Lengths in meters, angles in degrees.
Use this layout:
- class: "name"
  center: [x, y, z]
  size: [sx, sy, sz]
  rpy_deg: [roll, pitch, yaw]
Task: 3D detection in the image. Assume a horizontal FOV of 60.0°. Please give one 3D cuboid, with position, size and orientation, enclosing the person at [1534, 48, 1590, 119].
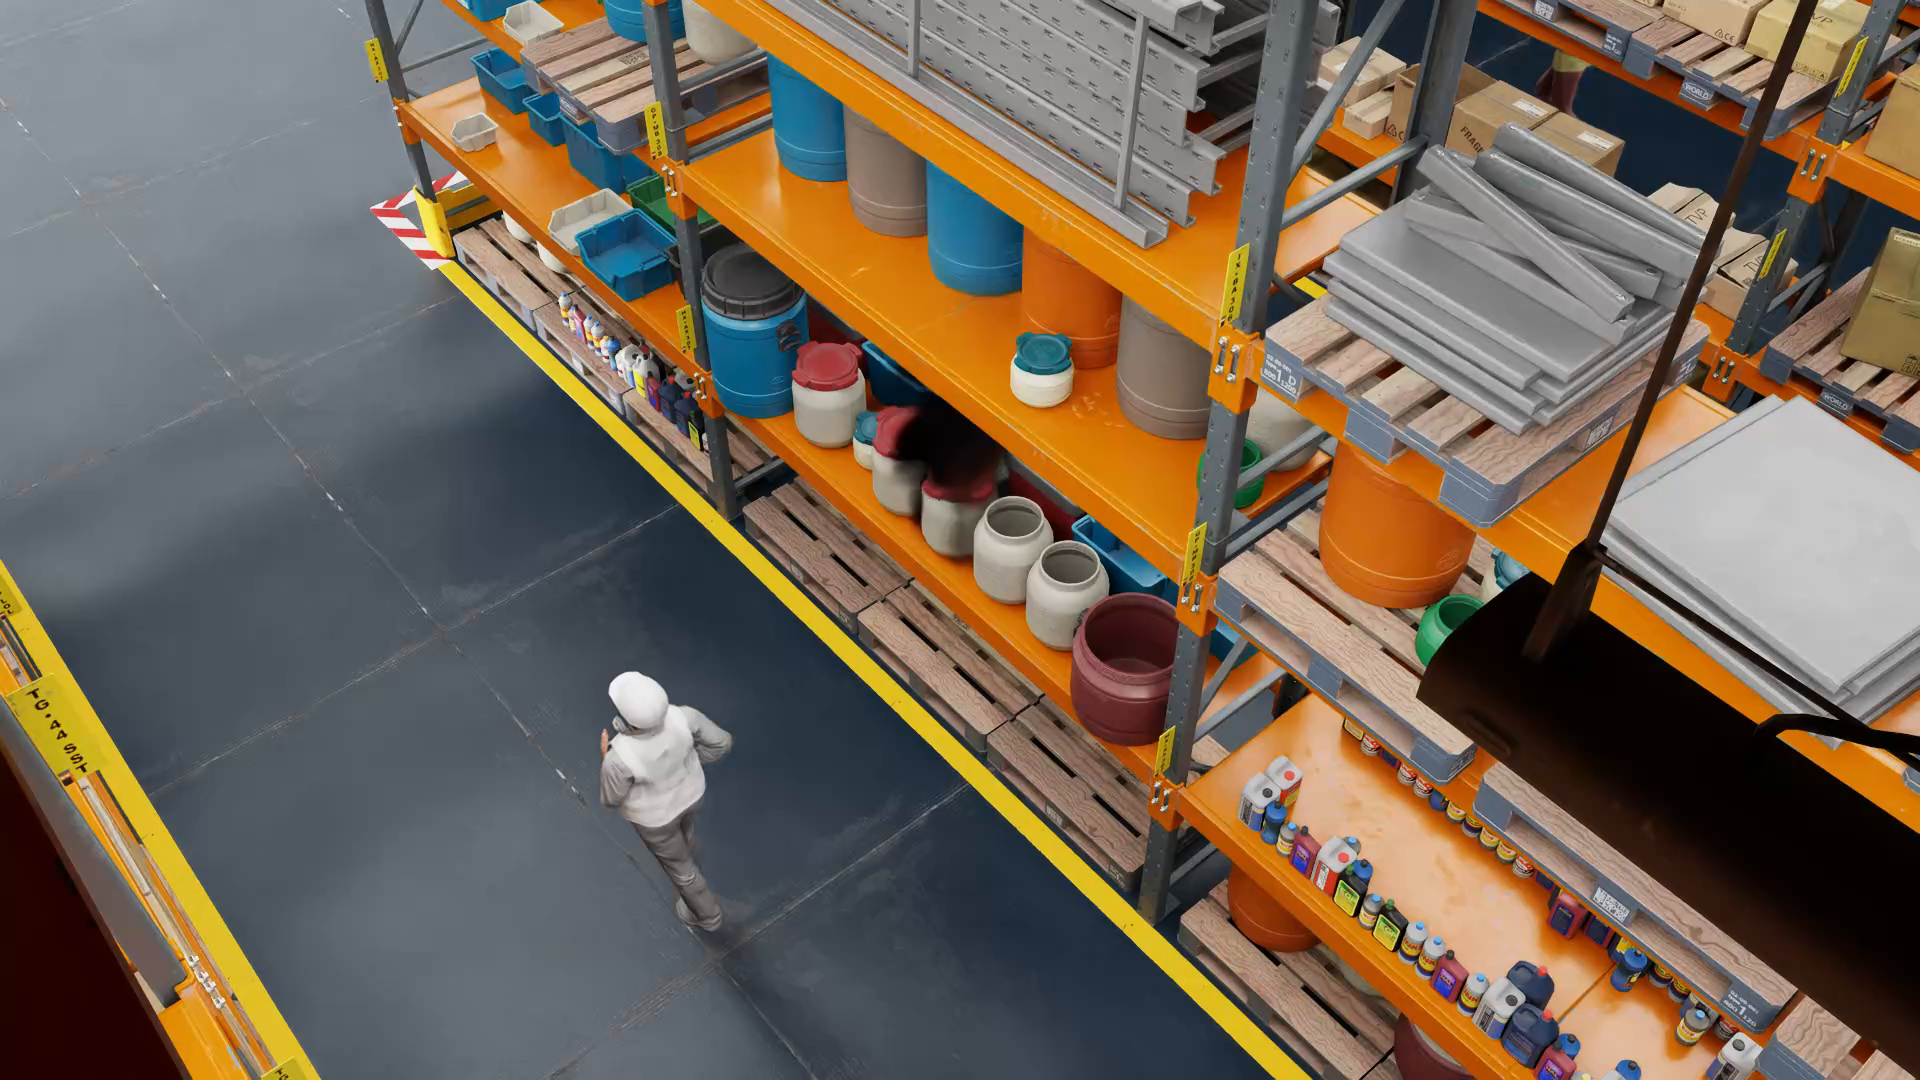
- class: "person"
  center: [4.938, -3.777, 13.413]
  size: [0.729, 1.720, 0.563]
  rpy_deg: [32, 54, 26]

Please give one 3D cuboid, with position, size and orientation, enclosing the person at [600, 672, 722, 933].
- class: "person"
  center: [-1.436, 1.265, 8.187]
  size: [0.681, 1.864, 0.502]
  rpy_deg: [34, 55, 28]
